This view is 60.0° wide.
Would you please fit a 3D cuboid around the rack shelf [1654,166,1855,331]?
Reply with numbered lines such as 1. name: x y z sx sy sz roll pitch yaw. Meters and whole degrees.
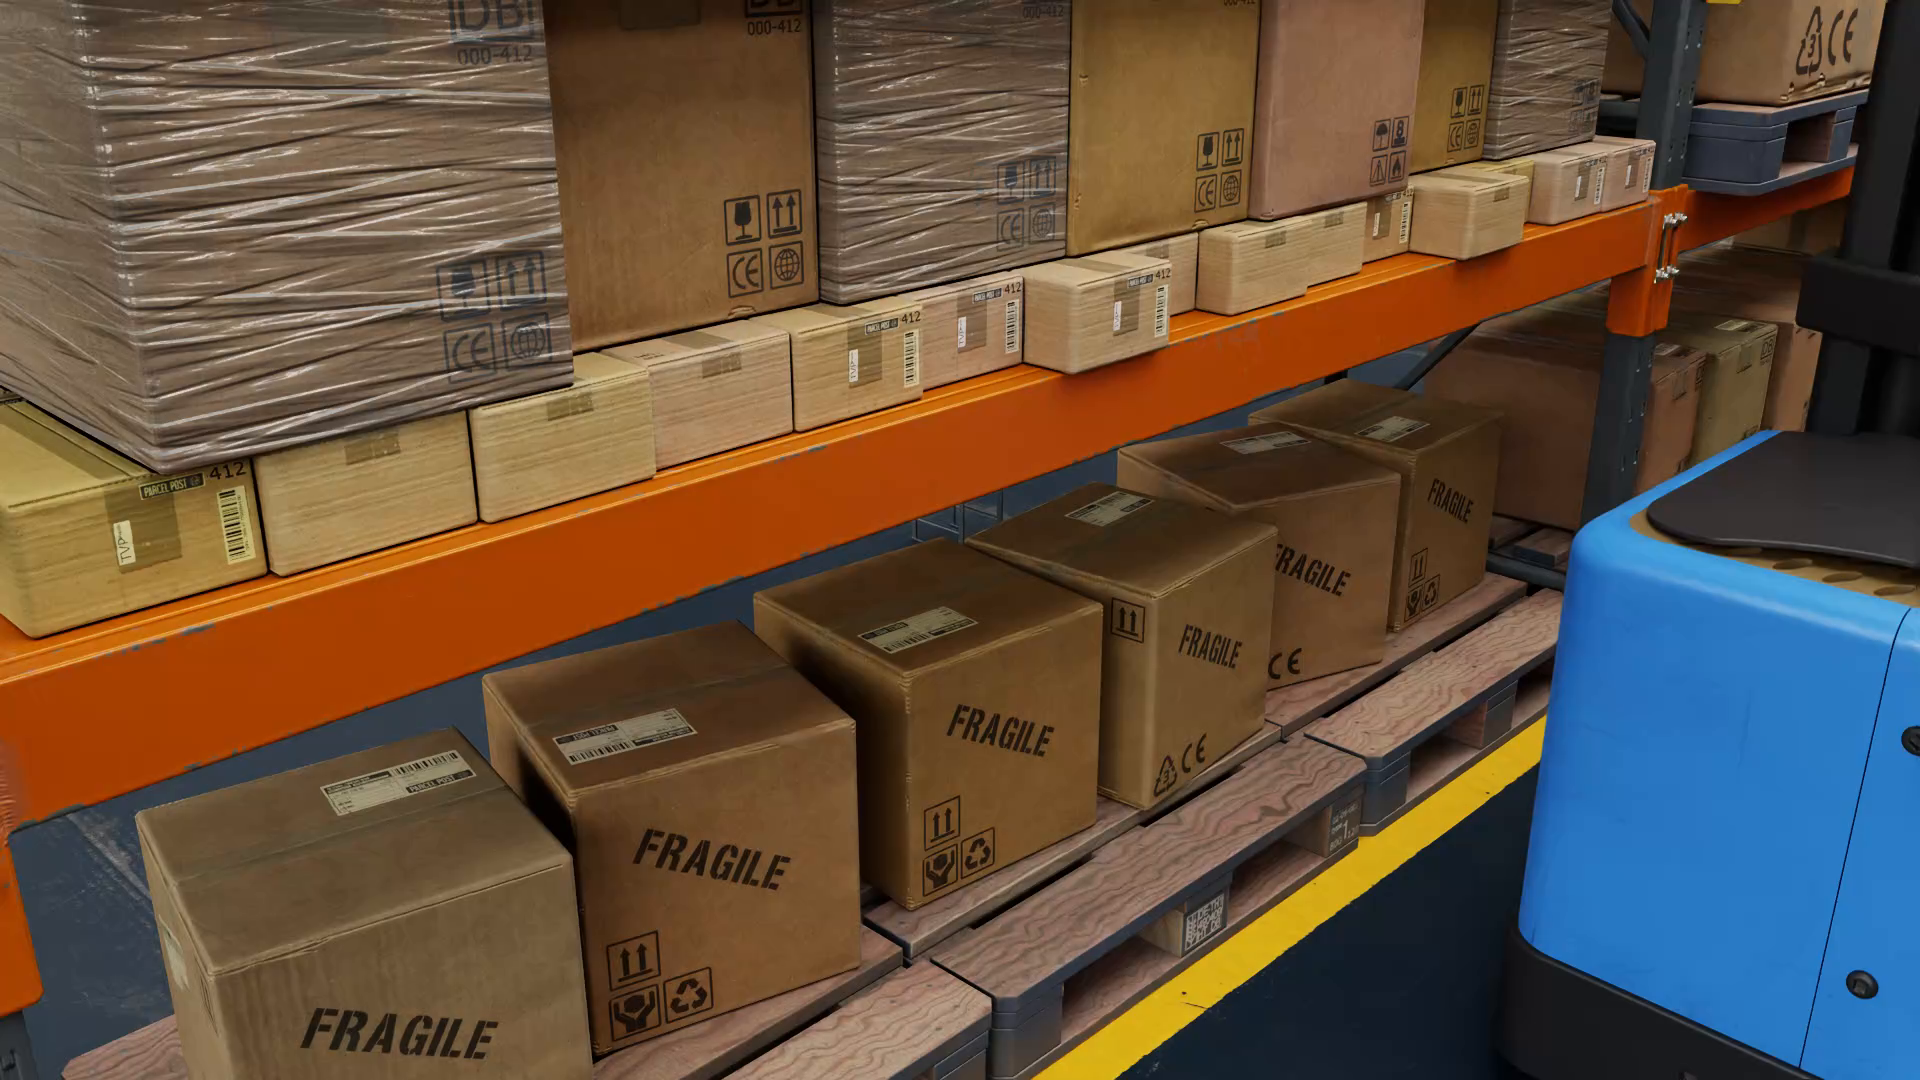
1. rack shelf: 2.830 -1.355 5.921 1.077 0.370 4.000 19 28 41

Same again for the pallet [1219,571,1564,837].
1. pallet: 0.991 0.307 4.482 1.003 0.211 1.213 19 28 41

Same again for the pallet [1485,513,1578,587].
1. pallet: 1.977 -0.075 5.476 1.003 0.211 1.213 19 28 41

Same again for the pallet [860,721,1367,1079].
1. pallet: 0.140 0.622 3.662 1.003 0.211 1.213 19 28 41

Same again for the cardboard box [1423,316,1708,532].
1. cardboard box: 1.878 -0.367 5.220 0.700 0.500 0.500 17 27 37

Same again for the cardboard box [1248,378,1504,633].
1. cardboard box: 1.127 -0.113 4.586 0.500 0.500 0.500 18 28 39

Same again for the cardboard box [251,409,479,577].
1. cardboard box: -0.798 -0.104 2.014 0.380 0.149 0.250 19 28 41

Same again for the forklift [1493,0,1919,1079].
1. forklift: 2.367 -0.637 3.146 3.031 2.935 1.130 -20 28 -41

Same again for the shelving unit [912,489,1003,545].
1. shelving unit: -0.010 -0.556 5.350 0.258 1.200 0.189 19 28 41

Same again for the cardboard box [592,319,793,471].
1. cardboard box: -0.453 -0.234 2.352 0.380 0.149 0.250 19 28 41

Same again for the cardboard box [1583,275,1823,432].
1. cardboard box: 2.615 -0.629 5.901 0.700 0.500 0.500 16 26 36

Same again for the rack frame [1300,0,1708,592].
1. rack frame: 1.435 -1.176 4.454 1.000 3.000 0.127 19 28 41

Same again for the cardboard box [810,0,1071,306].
1. cardboard box: -0.310 -0.744 2.776 0.875 0.500 0.500 19 28 41

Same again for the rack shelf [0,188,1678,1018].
1. rack shelf: 0.039 -0.326 3.245 1.077 0.370 4.000 19 28 41

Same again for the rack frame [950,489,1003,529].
1. rack frame: 0.054 -0.580 5.411 0.240 1.200 0.006 19 28 41

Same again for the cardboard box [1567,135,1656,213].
1. cardboard box: 1.495 -0.930 4.164 0.380 0.149 0.250 19 28 41

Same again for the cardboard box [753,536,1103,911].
1. cardboard box: -0.065 0.348 3.387 0.500 0.500 0.500 -17 27 -37

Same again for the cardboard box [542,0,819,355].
1. cardboard box: -0.690 -0.627 2.470 0.875 0.500 0.500 19 28 41

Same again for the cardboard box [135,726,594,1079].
1. cardboard box: -0.908 0.666 2.559 0.500 0.500 0.500 -14 25 -32

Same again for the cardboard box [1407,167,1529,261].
1. cardboard box: 1.002 -0.727 3.635 0.380 0.149 0.250 19 28 41

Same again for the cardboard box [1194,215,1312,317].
1. cardboard box: 0.438 -0.548 3.170 0.380 0.149 0.250 19 28 41

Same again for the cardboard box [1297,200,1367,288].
1. cardboard box: 0.588 -0.621 3.360 0.380 0.149 0.250 19 28 41

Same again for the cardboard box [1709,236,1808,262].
1. cardboard box: 3.394 -0.920 6.658 0.700 0.500 0.500 16 26 36

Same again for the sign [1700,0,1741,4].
1. sign: 1.829 -1.447 3.950 0.100 0.325 0.005 19 28 41

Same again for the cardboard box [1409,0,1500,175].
1. cardboard box: 0.702 -1.142 3.811 0.875 0.500 0.500 19 28 41

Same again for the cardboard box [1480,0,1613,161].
1. cardboard box: 1.076 -1.262 4.122 0.875 0.500 0.500 19 28 41

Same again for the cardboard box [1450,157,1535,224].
1. cardboard box: 1.097 -0.819 3.875 0.380 0.149 0.250 19 28 41

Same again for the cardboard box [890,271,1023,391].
1. cardboard box: -0.119 -0.367 2.700 0.380 0.149 0.250 19 28 41

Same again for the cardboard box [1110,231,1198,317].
1. cardboard box: 0.209 -0.503 3.053 0.380 0.149 0.250 19 28 41

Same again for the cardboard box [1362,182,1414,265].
1. cardboard box: 0.733 -0.696 3.554 0.380 0.149 0.250 19 28 41

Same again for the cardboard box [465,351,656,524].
1. cardboard box: -0.613 -0.164 2.171 0.380 0.149 0.250 19 28 41

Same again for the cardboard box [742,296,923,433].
1. cardboard box: -0.274 -0.296 2.515 0.380 0.149 0.250 19 28 41

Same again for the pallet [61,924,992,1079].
1. pallet: -0.711 0.934 2.850 1.003 0.211 1.213 19 28 41

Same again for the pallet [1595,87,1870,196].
1. pallet: 2.072 -1.247 4.905 1.003 0.211 1.213 19 28 41

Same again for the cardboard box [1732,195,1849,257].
1. cardboard box: 3.416 -1.274 6.535 0.500 0.250 0.500 -16 26 -36

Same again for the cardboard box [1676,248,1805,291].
1. cardboard box: 3.004 -0.773 6.275 0.500 0.500 0.700 -17 27 -38

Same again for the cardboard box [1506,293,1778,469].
1. cardboard box: 2.225 -0.485 5.527 0.700 0.500 0.500 19 28 40

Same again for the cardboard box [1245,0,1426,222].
1. cardboard box: 0.426 -0.988 3.411 0.875 0.500 0.500 19 28 41

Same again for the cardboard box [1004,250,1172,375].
1. cardboard box: 0.130 -0.406 2.799 0.380 0.149 0.250 19 28 41

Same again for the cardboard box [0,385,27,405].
1. cardboard box: -1.305 -0.156 2.149 0.380 0.149 0.250 19 28 41

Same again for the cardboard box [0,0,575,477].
1. cardboard box: -0.952 -0.468 2.057 0.875 0.500 0.500 19 28 41

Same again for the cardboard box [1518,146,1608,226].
1. cardboard box: 1.314 -0.868 4.003 0.380 0.149 0.250 19 28 41

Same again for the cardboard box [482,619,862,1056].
1. cardboard box: -0.516 0.504 2.981 0.500 0.500 0.500 -12 24 -28

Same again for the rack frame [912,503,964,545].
1. rack frame: -0.074 -0.533 5.288 0.240 1.200 0.006 19 28 41

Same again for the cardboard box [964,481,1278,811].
1. cardboard box: 0.356 0.216 3.731 0.500 0.500 0.500 16 26 36

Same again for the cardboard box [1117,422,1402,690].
1. cardboard box: 0.733 0.036 4.198 0.500 0.500 0.500 -11 23 -25

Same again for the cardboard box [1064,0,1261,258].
1. cardboard box: 0.047 -0.870 3.103 0.875 0.500 0.500 19 28 41

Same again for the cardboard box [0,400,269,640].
1. cardboard box: -0.986 -0.044 1.859 0.380 0.149 0.250 19 28 41

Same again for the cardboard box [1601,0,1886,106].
1. cardboard box: 2.089 -1.822 4.711 1.000 1.000 1.000 19 28 41
